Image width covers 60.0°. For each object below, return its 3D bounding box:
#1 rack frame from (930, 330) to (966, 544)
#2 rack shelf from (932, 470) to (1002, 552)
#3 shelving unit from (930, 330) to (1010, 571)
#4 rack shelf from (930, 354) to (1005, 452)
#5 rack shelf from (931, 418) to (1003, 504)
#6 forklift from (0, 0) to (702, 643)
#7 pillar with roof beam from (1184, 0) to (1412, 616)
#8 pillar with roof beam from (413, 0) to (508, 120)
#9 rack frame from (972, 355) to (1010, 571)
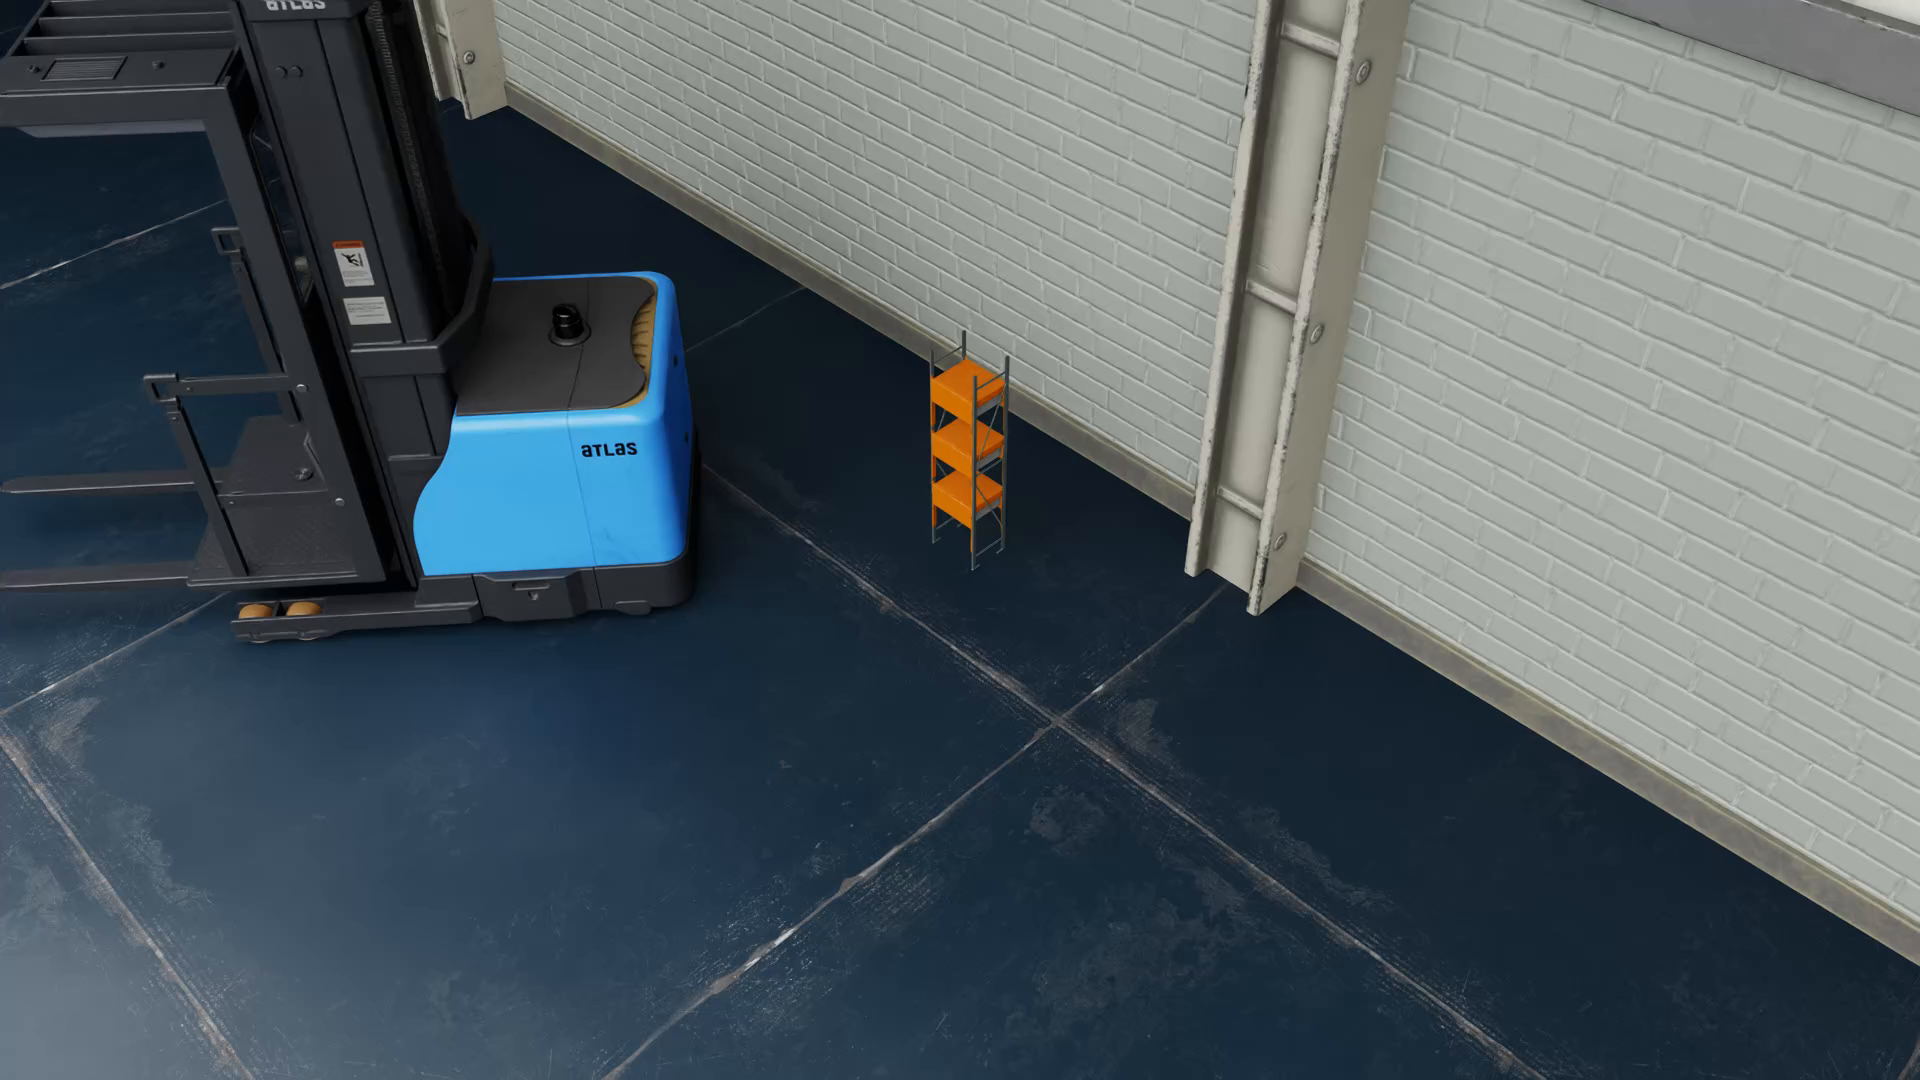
[{"bbox_3d":[-0.048,-0.418,7.047,0.200,1.050,0.008,-34,53,-31],"label":"rack frame"},{"bbox_3d":[0.038,-0.148,7.179,0.215,0.259,0.240,-34,53,-31],"label":"rack shelf"},{"bbox_3d":[0.038,-0.360,6.983,0.215,1.050,0.252,-34,53,-31],"label":"shelving unit"},{"bbox_3d":[0.038,-0.561,6.798,0.215,0.259,0.240,-34,53,-31],"label":"rack shelf"},{"bbox_3d":[0.038,-0.352,6.990,0.215,0.259,0.240,-34,53,-31],"label":"rack shelf"},{"bbox_3d":[-2.667,-1.024,6.316,3.031,2.935,1.130,-3,43,-3],"label":"forklift"},{"bbox_3d":[-1.829,-1.086,1.912,9.100,9.000,0.400,-34,53,-31],"label":"pillar with roof beam"},{"bbox_3d":[-6.066,-3.969,5.032,9.100,9.000,0.400,-34,53,-31],"label":"pillar with roof beam"},{"bbox_3d":[0.124,-0.301,6.920,0.200,1.050,0.008,-34,53,-31],"label":"rack frame"}]
